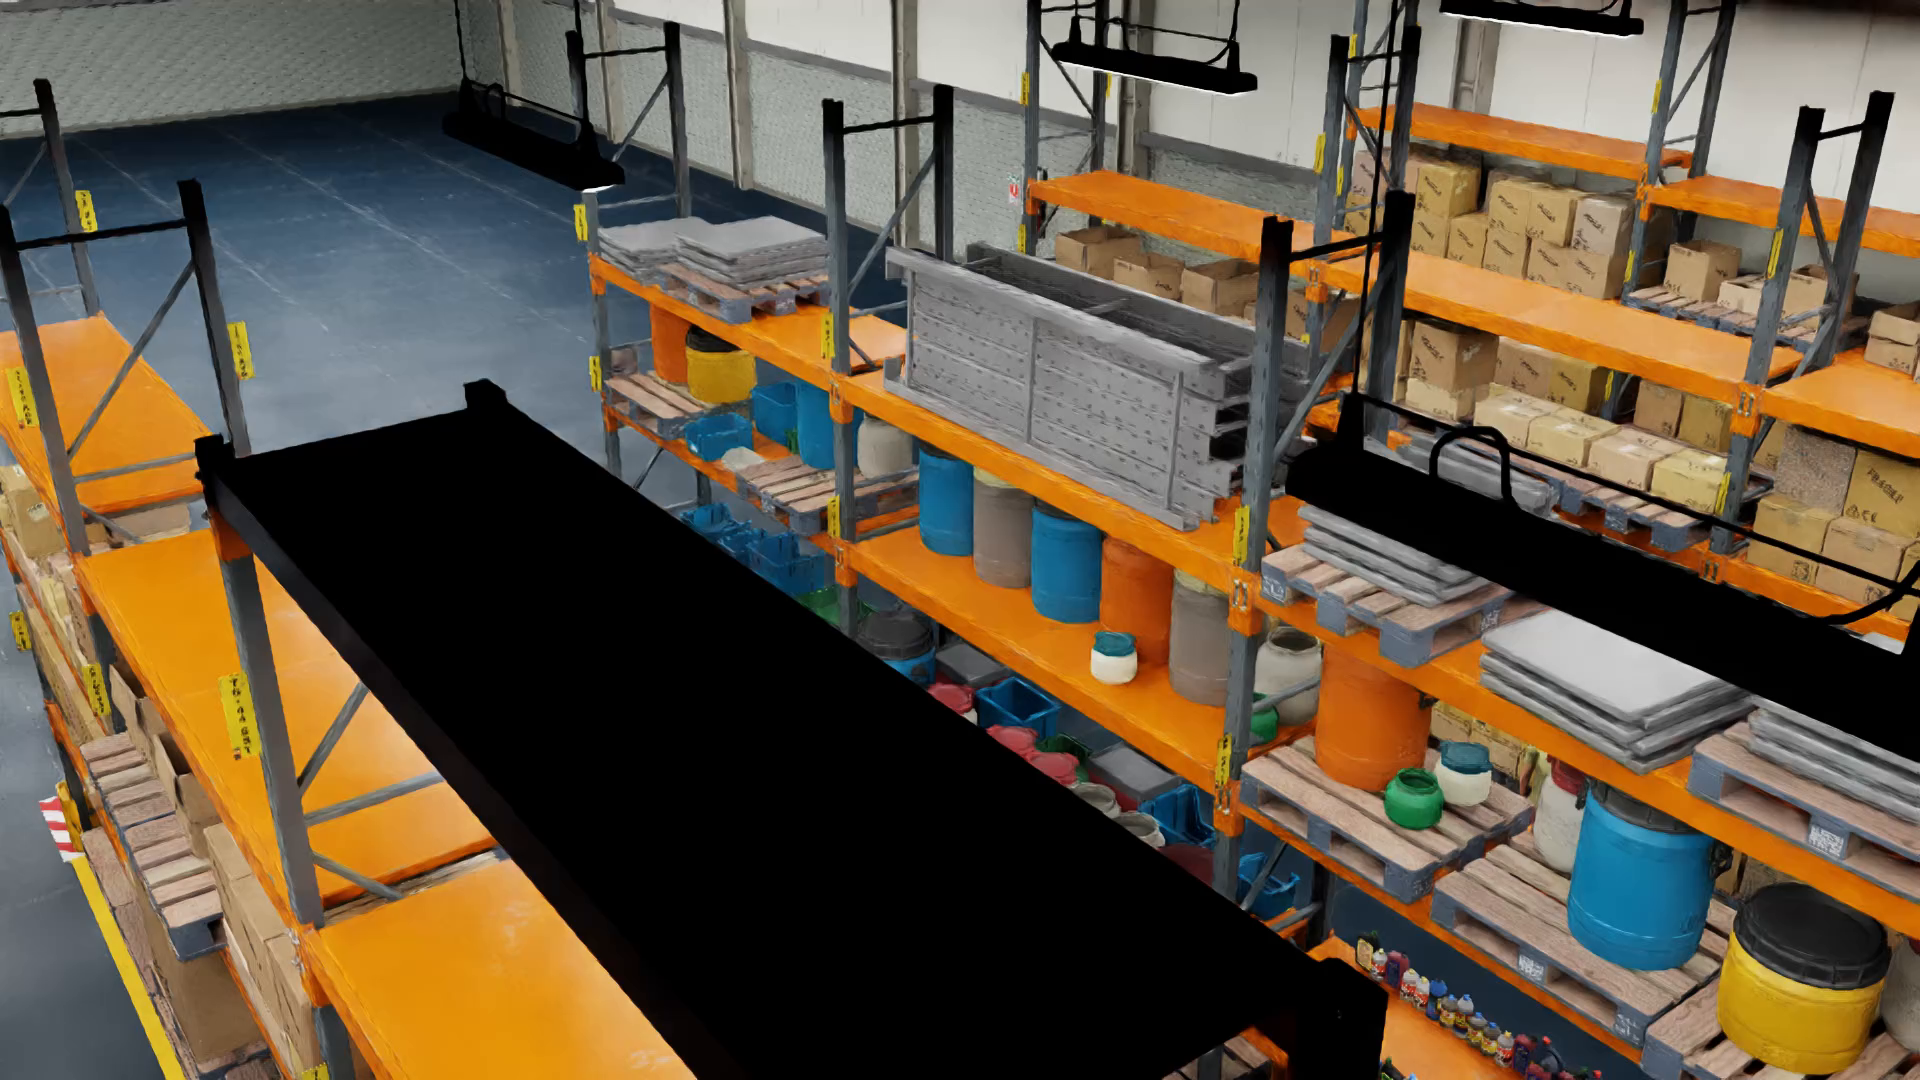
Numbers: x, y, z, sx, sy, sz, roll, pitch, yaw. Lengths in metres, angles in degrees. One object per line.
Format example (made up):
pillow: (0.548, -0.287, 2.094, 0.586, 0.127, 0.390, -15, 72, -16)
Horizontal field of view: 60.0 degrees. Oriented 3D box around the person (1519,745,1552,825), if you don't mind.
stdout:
person: (4.448, 2.033, 12.553, 0.540, 1.679, 0.451, 10, 27, 21)
